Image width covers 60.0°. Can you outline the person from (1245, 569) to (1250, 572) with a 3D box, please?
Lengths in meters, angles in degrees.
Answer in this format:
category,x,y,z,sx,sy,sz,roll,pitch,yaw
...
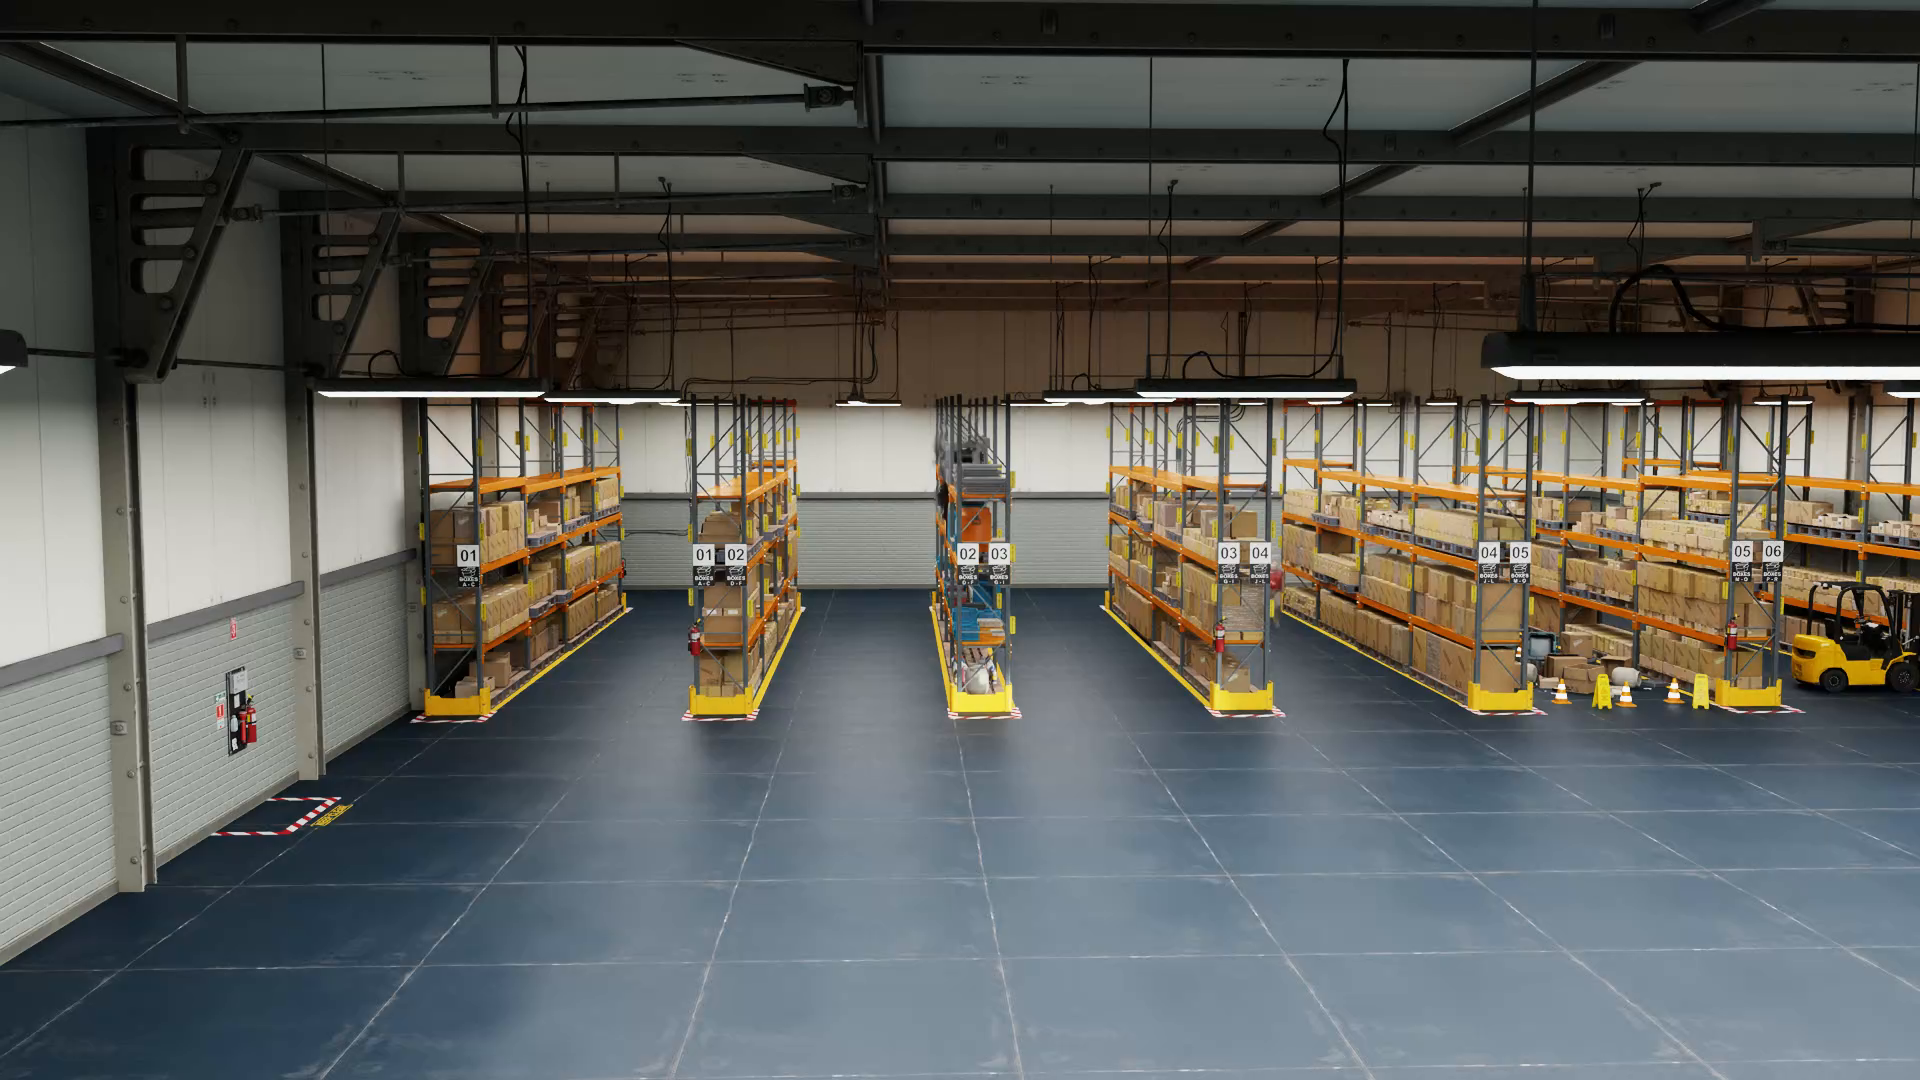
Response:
category,x,y,z,sx,sy,sz,roll,pitch,yaw
person,8.021,1.252,45.398,0.681,1.755,0.850,0,5,6

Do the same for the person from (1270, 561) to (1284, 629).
category,x,y,z,sx,sy,sz,roll,pitch,yaw
person,8.239,1.431,43.787,0.688,1.776,0.926,-1,5,-8
